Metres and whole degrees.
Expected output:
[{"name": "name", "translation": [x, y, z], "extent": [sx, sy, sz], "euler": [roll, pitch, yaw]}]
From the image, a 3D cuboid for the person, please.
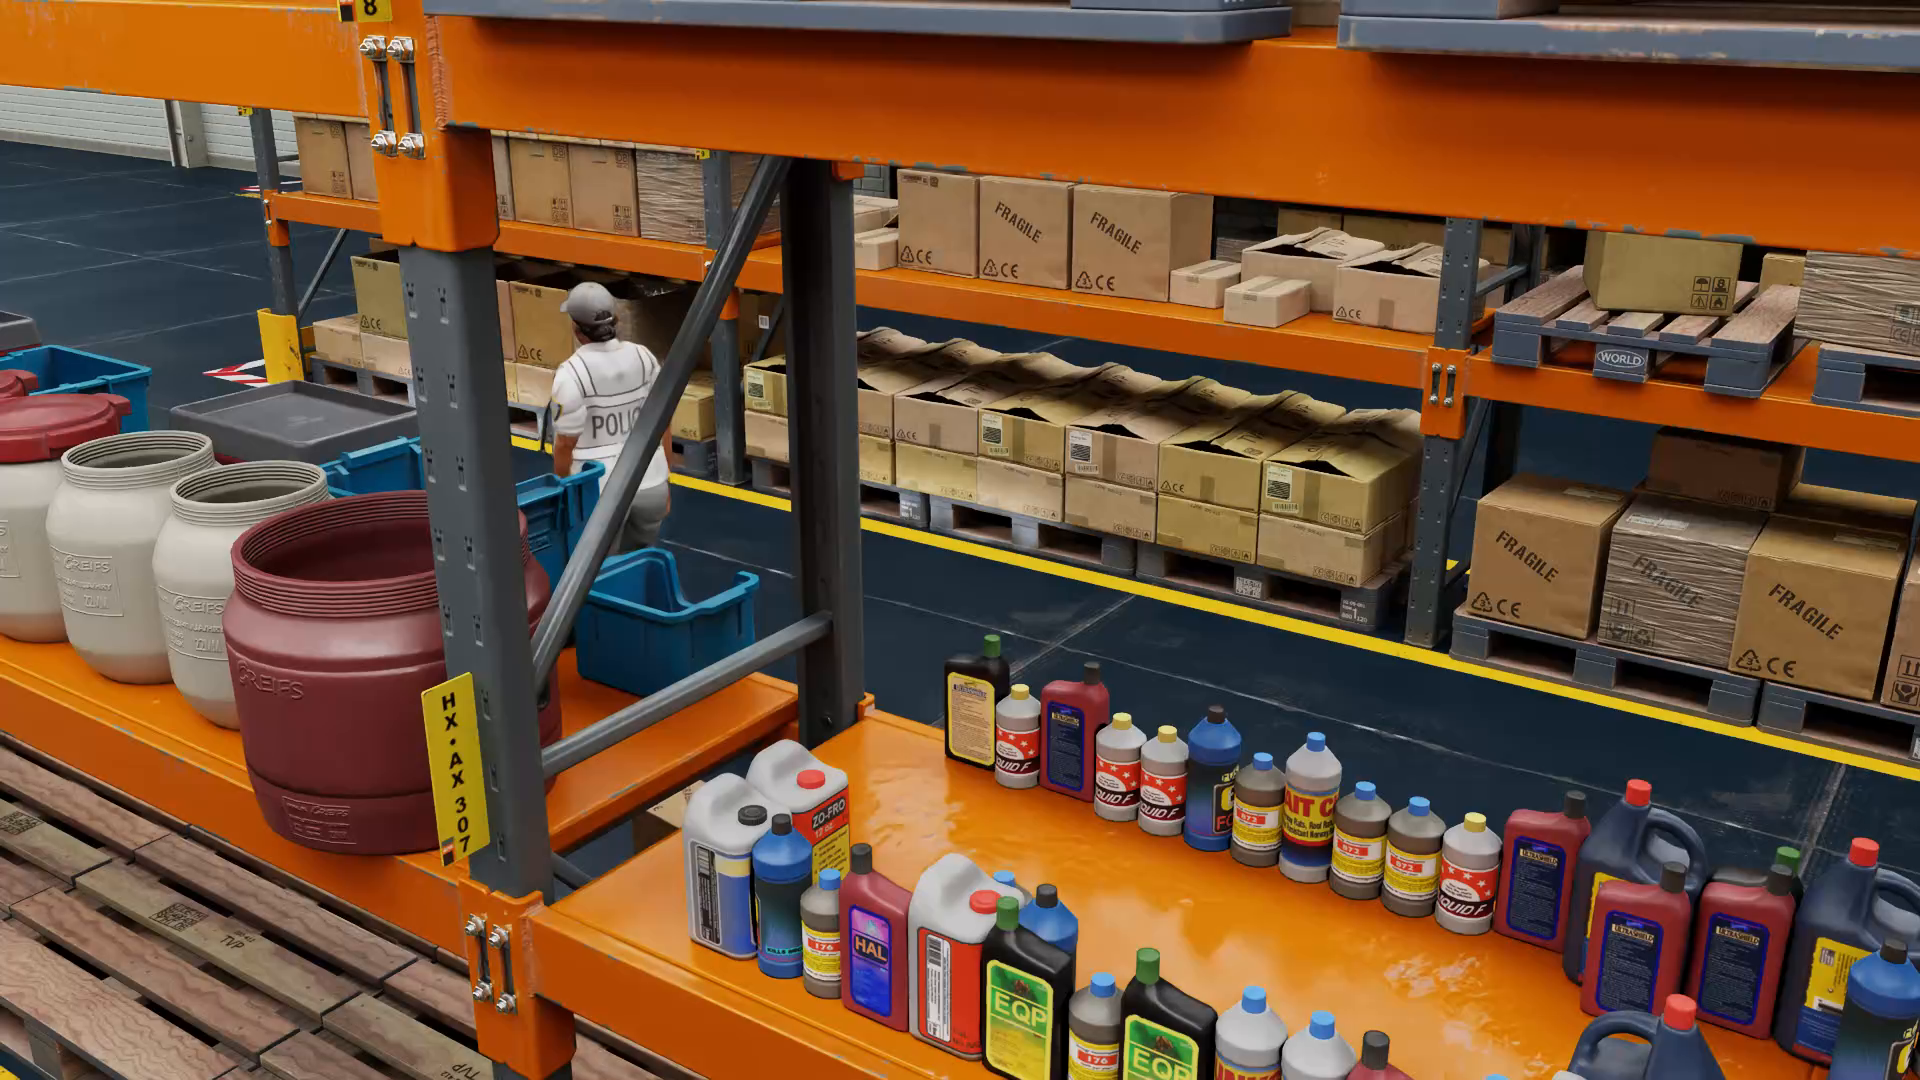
[{"name": "person", "translation": [-1.332, -0.181, 6.498], "extent": [0.484, 1.653, 0.486], "euler": [18, 27, 41]}]
